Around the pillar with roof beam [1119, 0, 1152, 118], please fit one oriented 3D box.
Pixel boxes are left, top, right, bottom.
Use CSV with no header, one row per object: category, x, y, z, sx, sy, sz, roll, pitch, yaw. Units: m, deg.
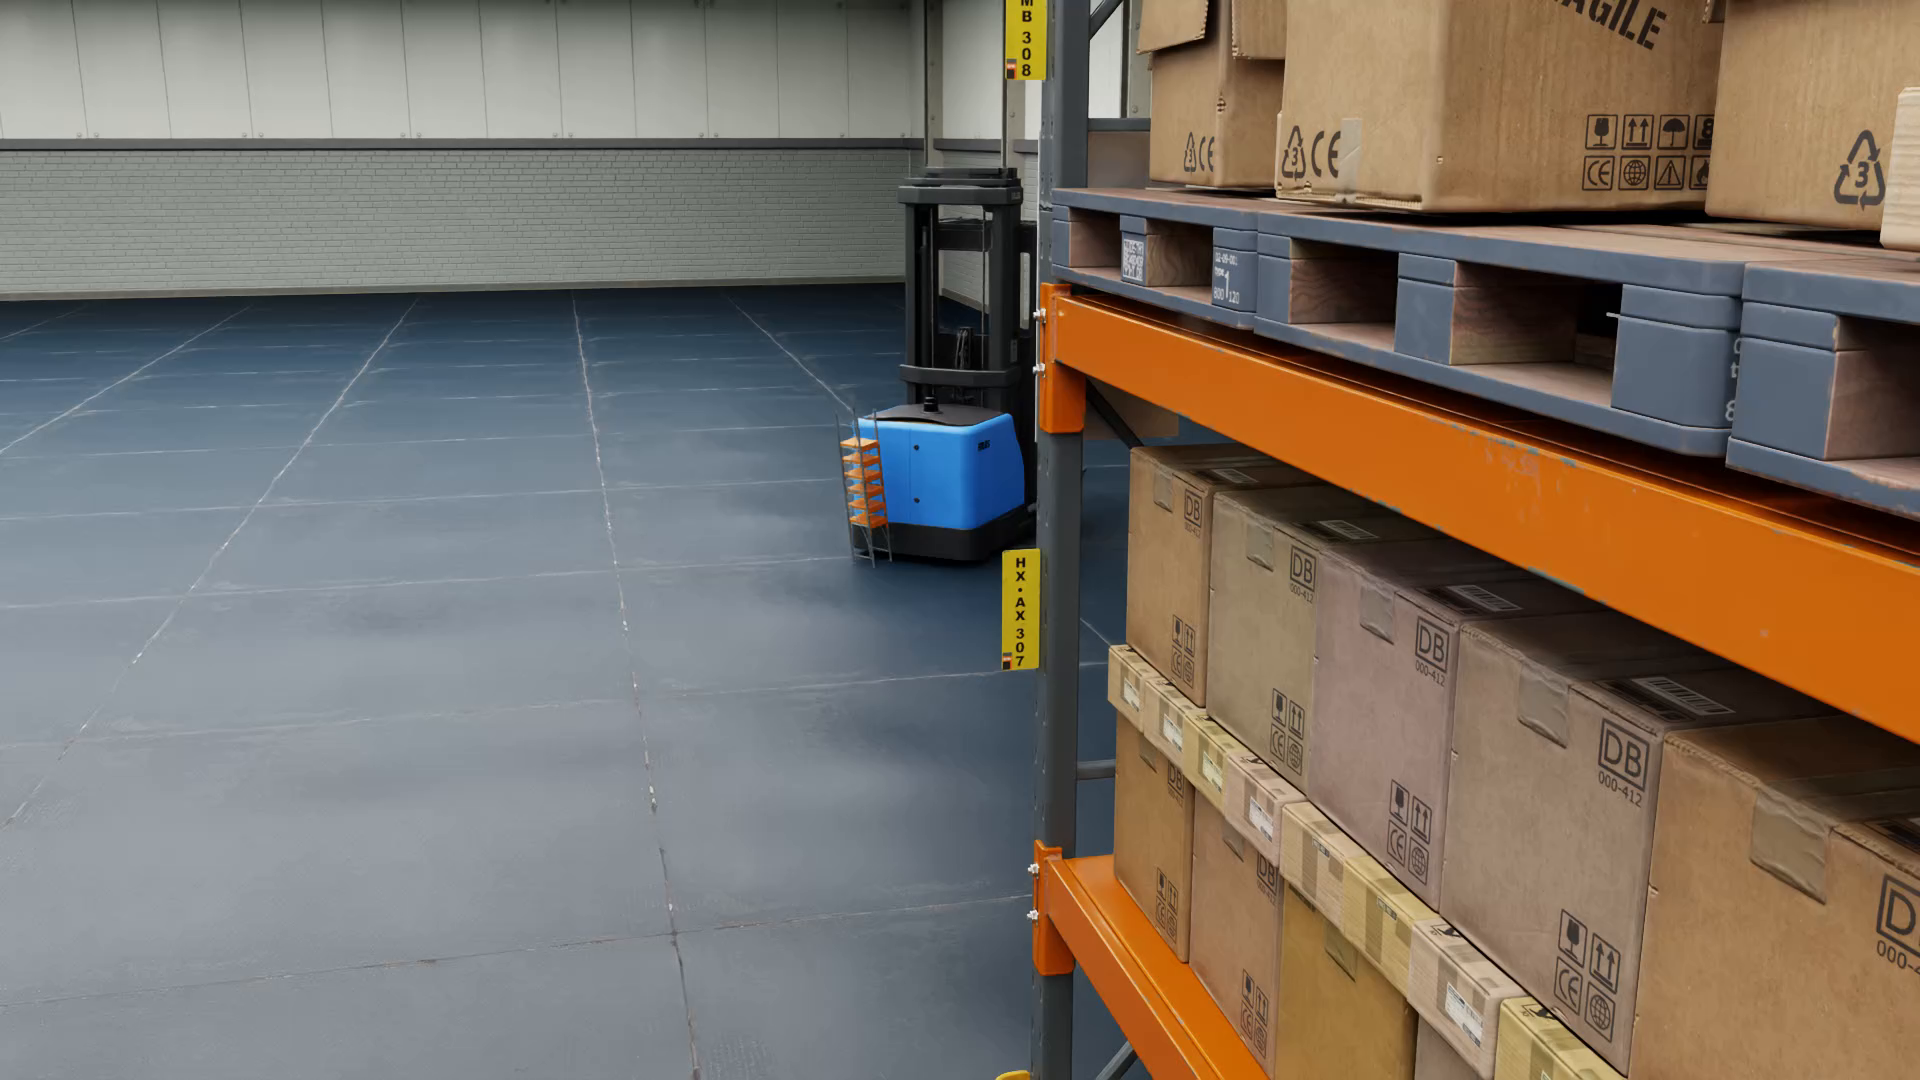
pillar with roof beam,-1.892,-6.378,20.570,9.100,9.000,0.400,-3,14,-13

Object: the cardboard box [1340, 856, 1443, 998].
cardboard box,0.888,0.649,2.874,0.380,0.149,0.250,-3,14,-14

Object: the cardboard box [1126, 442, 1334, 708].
cardboard box,0.810,0.055,3.938,0.700,0.500,0.500,-3,14,-13

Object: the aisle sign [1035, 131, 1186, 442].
aisle sign,0.388,-0.648,4.281,0.394,0.787,0.004,-3,14,-13

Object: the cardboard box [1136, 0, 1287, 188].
cardboard box,0.832,-1.034,3.619,0.797,0.503,0.637,-2,14,-9

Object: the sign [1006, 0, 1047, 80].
sign,0.160,-1.278,4.008,0.100,0.325,0.005,-3,14,-13

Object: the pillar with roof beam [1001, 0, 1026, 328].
pillar with roof beam,-3.301,-7.762,26.236,9.100,9.000,0.400,-3,14,-13

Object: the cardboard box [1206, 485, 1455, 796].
cardboard box,0.939,0.176,3.443,0.700,0.500,0.500,-4,14,-15

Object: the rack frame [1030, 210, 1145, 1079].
rack frame,0.701,0.613,4.598,1.000,3.000,0.127,-3,14,-13

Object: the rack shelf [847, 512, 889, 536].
rack shelf,-0.694,-0.123,12.556,0.258,0.103,0.180,12,26,41

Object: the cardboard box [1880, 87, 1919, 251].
cardboard box,1.091,-0.334,1.505,0.380,0.149,0.250,-3,14,-13

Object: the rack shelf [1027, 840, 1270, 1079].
rack shelf,1.170,1.424,2.795,1.077,0.370,4.000,-3,14,-13

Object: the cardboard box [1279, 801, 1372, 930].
cardboard box,0.828,0.590,3.115,0.380,0.149,0.250,-4,14,-15

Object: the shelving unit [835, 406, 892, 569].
shelving unit,-0.720,-0.390,12.462,0.258,1.200,0.189,12,26,41

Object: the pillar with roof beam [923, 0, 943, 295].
pillar with roof beam,-4.710,-9.146,31.901,9.100,9.000,0.400,-3,14,-13

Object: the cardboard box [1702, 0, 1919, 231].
cardboard box,1.376,-0.630,1.970,0.797,0.503,0.637,-2,14,-7

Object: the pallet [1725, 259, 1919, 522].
pallet,1.415,-0.074,1.275,1.003,0.211,1.213,-3,14,-13

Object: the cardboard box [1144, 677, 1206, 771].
cardboard box,0.648,0.413,3.841,0.380,0.149,0.250,-4,14,-15

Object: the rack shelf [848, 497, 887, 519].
rack shelf,-0.705,-0.236,12.516,0.258,0.103,0.180,12,26,41

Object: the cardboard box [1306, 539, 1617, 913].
cardboard box,1.058,0.292,2.967,0.700,0.500,0.500,-3,14,-13

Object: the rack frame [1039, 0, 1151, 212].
rack frame,0.701,-2.301,3.886,1.000,3.000,0.127,-3,14,-13

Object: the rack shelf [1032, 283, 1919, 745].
rack shelf,1.170,-0.033,2.439,1.077,0.370,4.000,-3,14,-13

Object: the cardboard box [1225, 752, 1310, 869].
cardboard box,0.763,0.529,3.366,0.380,0.149,0.250,-4,14,-14

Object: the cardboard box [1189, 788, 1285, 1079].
cardboard box,0.926,0.794,3.647,0.700,0.500,0.500,-3,14,-12

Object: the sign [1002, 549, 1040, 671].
sign,0.160,0.184,4.365,0.100,0.325,0.005,-3,14,-13

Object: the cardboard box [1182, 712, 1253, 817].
cardboard box,0.705,0.470,3.605,0.380,0.149,0.250,-3,14,-13

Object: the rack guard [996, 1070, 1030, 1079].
rack guard,0.695,1.822,4.917,1.175,0.500,0.348,-3,14,-13

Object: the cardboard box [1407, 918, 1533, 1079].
cardboard box,0.944,0.706,2.638,0.380,0.149,0.250,-3,14,-13

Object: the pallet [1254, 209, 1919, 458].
pallet,1.132,-0.355,2.424,1.003,0.211,1.213,-3,14,-13

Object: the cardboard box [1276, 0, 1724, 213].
cardboard box,0.825,-0.766,2.533,0.500,0.500,0.500,-3,14,-13

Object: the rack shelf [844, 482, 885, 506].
rack shelf,-0.716,-0.348,12.476,0.258,0.103,0.180,12,26,41

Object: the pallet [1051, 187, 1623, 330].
pallet,0.842,-0.637,3.579,1.003,0.211,1.213,-3,14,-13

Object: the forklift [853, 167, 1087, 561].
forklift,0.235,-1.569,13.673,1.130,2.935,3.031,6,15,23

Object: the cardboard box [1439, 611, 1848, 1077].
cardboard box,1.176,0.408,2.494,0.700,0.500,0.500,-3,14,-13

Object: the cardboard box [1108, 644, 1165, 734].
cardboard box,0.584,0.352,4.089,0.380,0.149,0.250,-3,14,-14

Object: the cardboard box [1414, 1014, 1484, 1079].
cardboard box,1.164,1.030,2.681,0.700,0.500,0.500,-3,14,-11

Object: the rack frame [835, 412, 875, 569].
rack frame,-0.781,-0.362,12.399,0.240,1.200,0.006,12,26,41

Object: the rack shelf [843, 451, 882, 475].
rack shelf,-0.738,-0.574,12.397,0.258,0.103,0.180,12,26,41

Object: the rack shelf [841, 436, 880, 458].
rack shelf,-0.749,-0.687,12.357,0.258,0.103,0.180,12,26,41

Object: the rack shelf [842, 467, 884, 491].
rack shelf,-0.727,-0.461,12.437,0.258,0.103,0.180,12,26,41

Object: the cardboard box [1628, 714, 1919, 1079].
cardboard box,1.293,0.523,2.022,0.700,0.500,0.500,-3,14,-13

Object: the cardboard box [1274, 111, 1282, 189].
cardboard box,0.806,-0.713,3.054,0.380,0.149,0.250,-3,14,-13

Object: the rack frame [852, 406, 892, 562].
rack frame,-0.659,-0.418,12.524,0.240,1.200,0.006,12,26,41

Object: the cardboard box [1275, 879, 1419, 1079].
cardboard box,1.037,0.909,3.177,0.700,0.500,0.500,-3,14,-13

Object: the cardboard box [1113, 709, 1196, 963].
cardboard box,0.798,0.673,4.142,0.700,0.500,0.500,-3,14,-13

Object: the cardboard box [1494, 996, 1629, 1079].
cardboard box,1.006,0.767,2.389,0.380,0.149,0.250,-3,14,-11
